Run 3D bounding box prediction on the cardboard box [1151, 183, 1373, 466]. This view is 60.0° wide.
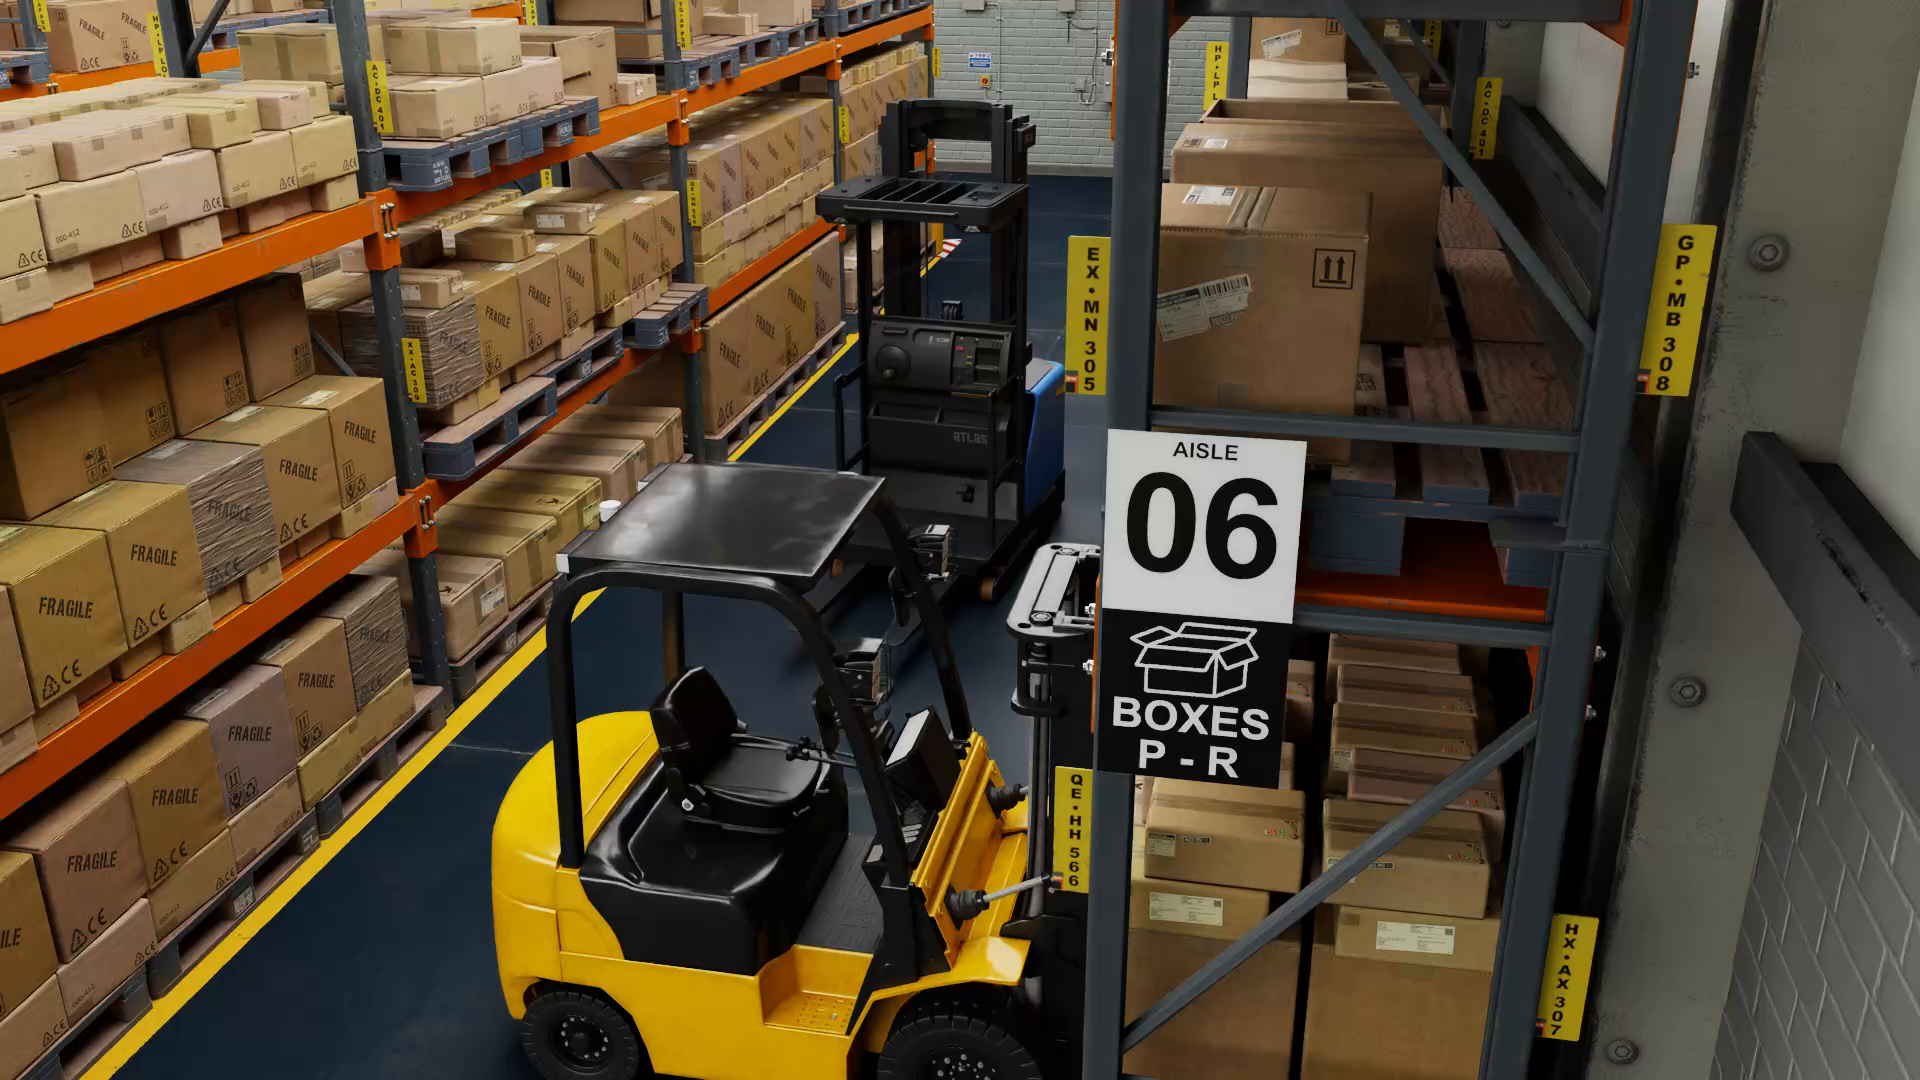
[{"bbox_3d":[0.645,-0.499,3.732,0.500,0.500,0.500,5,23,13],"label":"cardboard box"}]

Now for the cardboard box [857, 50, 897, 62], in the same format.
[{"bbox_3d":[-0.892,-5.158,17.804,0.380,0.149,0.250,4,22,10],"label":"cardboard box"}]

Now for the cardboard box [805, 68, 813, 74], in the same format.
[{"bbox_3d":[-1.646,-4.532,16.250,0.380,0.149,0.250,4,22,11],"label":"cardboard box"}]

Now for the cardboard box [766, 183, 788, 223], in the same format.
[{"bbox_3d":[-1.752,-2.826,13.886,0.500,0.250,0.500,5,22,12],"label":"cardboard box"}]

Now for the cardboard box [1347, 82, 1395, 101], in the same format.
[{"bbox_3d":[2.066,-2.305,8.663,0.380,0.166,0.250,4,22,11],"label":"cardboard box"}]

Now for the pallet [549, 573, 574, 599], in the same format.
[{"bbox_3d":[-2.846,0.082,10.868,1.003,0.211,1.213,4,22,11],"label":"pallet"}]

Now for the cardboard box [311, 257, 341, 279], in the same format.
[{"bbox_3d":[-6.389,-2.491,16.307,0.500,0.500,0.500,4,22,10],"label":"cardboard box"}]

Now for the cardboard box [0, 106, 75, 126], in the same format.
[{"bbox_3d":[-3.802,-1.652,6.694,0.380,0.149,0.250,4,22,9],"label":"cardboard box"}]

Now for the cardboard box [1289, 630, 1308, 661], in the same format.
[{"bbox_3d":[0.967,0.310,5.567,0.380,0.149,0.250,4,22,11],"label":"cardboard box"}]

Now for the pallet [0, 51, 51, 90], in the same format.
[{"bbox_3d":[-7.380,-3.347,11.886,1.213,0.211,1.003,6,23,13],"label":"pallet"}]

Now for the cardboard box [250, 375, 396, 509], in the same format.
[{"bbox_3d":[-3.097,-0.482,8.003,0.500,0.500,0.500,4,22,10],"label":"cardboard box"}]

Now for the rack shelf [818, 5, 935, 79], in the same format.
[{"bbox_3d":[-1.210,-5.194,17.183,1.077,0.370,4.000,4,22,11],"label":"rack shelf"}]

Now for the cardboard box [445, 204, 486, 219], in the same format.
[{"bbox_3d":[-5.679,-3.759,19.131,0.380,0.149,0.250,5,23,13],"label":"cardboard box"}]

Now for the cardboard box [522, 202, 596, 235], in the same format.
[{"bbox_3d":[-2.492,-2.002,10.348,0.380,0.149,0.250,3,22,8],"label":"cardboard box"}]

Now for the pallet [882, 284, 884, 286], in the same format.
[{"bbox_3d":[-1.139,-2.831,18.101,1.003,0.211,1.213,4,22,11],"label":"pallet"}]

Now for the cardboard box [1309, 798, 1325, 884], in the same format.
[{"bbox_3d":[1.105,0.814,4.315,0.380,0.149,0.250,4,22,11],"label":"cardboard box"}]

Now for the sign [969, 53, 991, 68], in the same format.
[{"bbox_3d":[0.291,-7.083,24.564,0.327,0.218,0.001,4,22,11],"label":"sign"}]

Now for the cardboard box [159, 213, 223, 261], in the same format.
[{"bbox_3d":[-3.240,-1.240,6.739,0.380,0.149,0.250,5,22,12],"label":"cardboard box"}]

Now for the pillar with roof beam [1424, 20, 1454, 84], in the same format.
[{"bbox_3d":[0.052,-6.325,15.013,9.100,9.000,0.400,4,22,11],"label":"pillar with roof beam"}]

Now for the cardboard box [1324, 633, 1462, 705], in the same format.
[{"bbox_3d":[1.292,0.390,4.969,0.380,0.149,0.250,5,23,13],"label":"cardboard box"}]

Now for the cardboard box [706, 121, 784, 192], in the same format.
[{"bbox_3d":[-1.775,-3.169,13.733,0.500,0.500,0.500,5,22,12],"label":"cardboard box"}]

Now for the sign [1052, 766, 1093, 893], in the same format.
[{"bbox_3d":[0.265,0.667,3.815,0.100,0.325,0.005,4,22,11],"label":"sign"}]

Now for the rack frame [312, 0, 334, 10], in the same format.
[{"bbox_3d":[-6.484,-6.528,15.517,1.000,3.000,0.127,4,22,11],"label":"rack frame"}]

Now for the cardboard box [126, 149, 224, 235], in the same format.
[{"bbox_3d":[-3.297,-1.387,6.569,0.500,0.250,0.500,4,22,10],"label":"cardboard box"}]

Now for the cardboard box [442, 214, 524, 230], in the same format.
[{"bbox_3d":[-2.954,-1.788,10.685,0.500,0.500,0.500,5,22,12],"label":"cardboard box"}]

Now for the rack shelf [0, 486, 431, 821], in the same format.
[{"bbox_3d":[-3.658,0.586,6.847,1.077,0.370,4.000,4,22,11],"label":"rack shelf"}]

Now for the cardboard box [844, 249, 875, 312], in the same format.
[{"bbox_3d":[-1.385,-2.633,16.743,0.875,0.438,0.875,4,22,10],"label":"cardboard box"}]

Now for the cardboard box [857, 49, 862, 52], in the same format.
[{"bbox_3d":[-1.294,-5.383,18.363,0.380,0.149,0.250,5,23,13],"label":"cardboard box"}]

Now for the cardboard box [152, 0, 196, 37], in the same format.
[{"bbox_3d":[-6.732,-4.276,13.805,0.500,0.500,0.500,4,22,11],"label":"cardboard box"}]

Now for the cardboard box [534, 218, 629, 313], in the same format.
[{"bbox_3d":[-2.451,-1.759,10.612,0.500,0.500,0.500,3,22,7],"label":"cardboard box"}]

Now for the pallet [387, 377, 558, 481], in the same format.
[{"bbox_3d":[-2.952,-0.659,9.231,1.003,0.211,1.213,4,22,11],"label":"pallet"}]

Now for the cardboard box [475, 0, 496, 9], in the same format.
[{"bbox_3d":[-5.599,-6.156,18.810,0.500,0.250,0.500,4,22,11],"label":"cardboard box"}]

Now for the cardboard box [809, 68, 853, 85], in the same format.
[{"bbox_3d":[-1.252,-4.503,16.180,0.380,0.149,0.250,4,22,10],"label":"cardboard box"}]

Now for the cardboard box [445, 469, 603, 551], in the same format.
[{"bbox_3d":[-2.862,-0.165,10.703,0.950,0.372,0.625,5,23,13],"label":"cardboard box"}]

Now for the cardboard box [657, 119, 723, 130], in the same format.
[{"bbox_3d":[-2.270,-3.215,13.850,0.500,0.500,0.500,4,22,10],"label":"cardboard box"}]

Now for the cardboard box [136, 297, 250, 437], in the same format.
[{"bbox_3d":[-3.678,-0.798,7.449,0.700,0.500,0.500,5,22,11],"label":"cardboard box"}]

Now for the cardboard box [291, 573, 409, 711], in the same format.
[{"bbox_3d":[-3.108,0.490,8.235,0.500,0.500,0.500,4,22,10],"label":"cardboard box"}]

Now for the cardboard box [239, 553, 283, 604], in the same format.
[{"bbox_3d":[-3.222,0.150,7.302,0.380,0.149,0.250,4,22,10],"label":"cardboard box"}]

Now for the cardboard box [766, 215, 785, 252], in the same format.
[{"bbox_3d":[-1.790,-2.594,13.979,0.500,0.250,0.500,4,22,11],"label":"cardboard box"}]

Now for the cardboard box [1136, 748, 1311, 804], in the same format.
[{"bbox_3d":[0.752,0.925,4.907,0.500,0.500,0.500,5,23,13],"label":"cardboard box"}]

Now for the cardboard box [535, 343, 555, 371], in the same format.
[{"bbox_3d":[-2.640,-1.117,9.886,0.380,0.149,0.250,5,22,11],"label":"cardboard box"}]

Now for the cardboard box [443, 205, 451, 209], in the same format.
[{"bbox_3d":[-6.193,-3.902,19.483,0.380,0.149,0.250,3,22,8],"label":"cardboard box"}]

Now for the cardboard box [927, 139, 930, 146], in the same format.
[{"bbox_3d":[-0.641,-4.718,18.918,0.500,0.500,0.500,5,22,11],"label":"cardboard box"}]

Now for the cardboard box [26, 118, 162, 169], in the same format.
[{"bbox_3d":[-3.300,-1.512,6.346,0.380,0.149,0.250,5,22,12],"label":"cardboard box"}]

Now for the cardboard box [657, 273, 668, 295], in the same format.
[{"bbox_3d":[-2.255,-1.779,11.530,0.380,0.149,0.250,5,22,12],"label":"cardboard box"}]

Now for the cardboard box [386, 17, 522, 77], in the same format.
[{"bbox_3d":[-2.647,-2.594,8.733,0.500,0.250,0.500,4,22,10],"label":"cardboard box"}]

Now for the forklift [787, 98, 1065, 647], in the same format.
[{"bbox_3d":[-0.196,-1.137,10.253,1.130,2.935,3.031,7,23,17],"label":"forklift"}]

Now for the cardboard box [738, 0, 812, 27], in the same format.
[{"bbox_3d":[-1.592,-4.612,14.331,0.500,0.311,0.500,4,22,11],"label":"cardboard box"}]

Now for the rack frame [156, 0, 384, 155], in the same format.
[{"bbox_3d":[-3.250,-3.262,7.408,1.000,3.000,0.127,4,22,11],"label":"rack frame"}]

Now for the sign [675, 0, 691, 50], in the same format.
[{"bbox_3d":[-1.903,-3.531,11.399,0.100,0.325,0.005,4,22,11],"label":"sign"}]

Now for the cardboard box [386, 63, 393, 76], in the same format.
[{"bbox_3d":[-3.165,-2.405,8.934,0.500,0.250,0.500,5,22,12],"label":"cardboard box"}]

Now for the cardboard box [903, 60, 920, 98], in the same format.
[{"bbox_3d":[-0.745,-4.990,18.257,0.500,0.500,0.500,5,22,11],"label":"cardboard box"}]
